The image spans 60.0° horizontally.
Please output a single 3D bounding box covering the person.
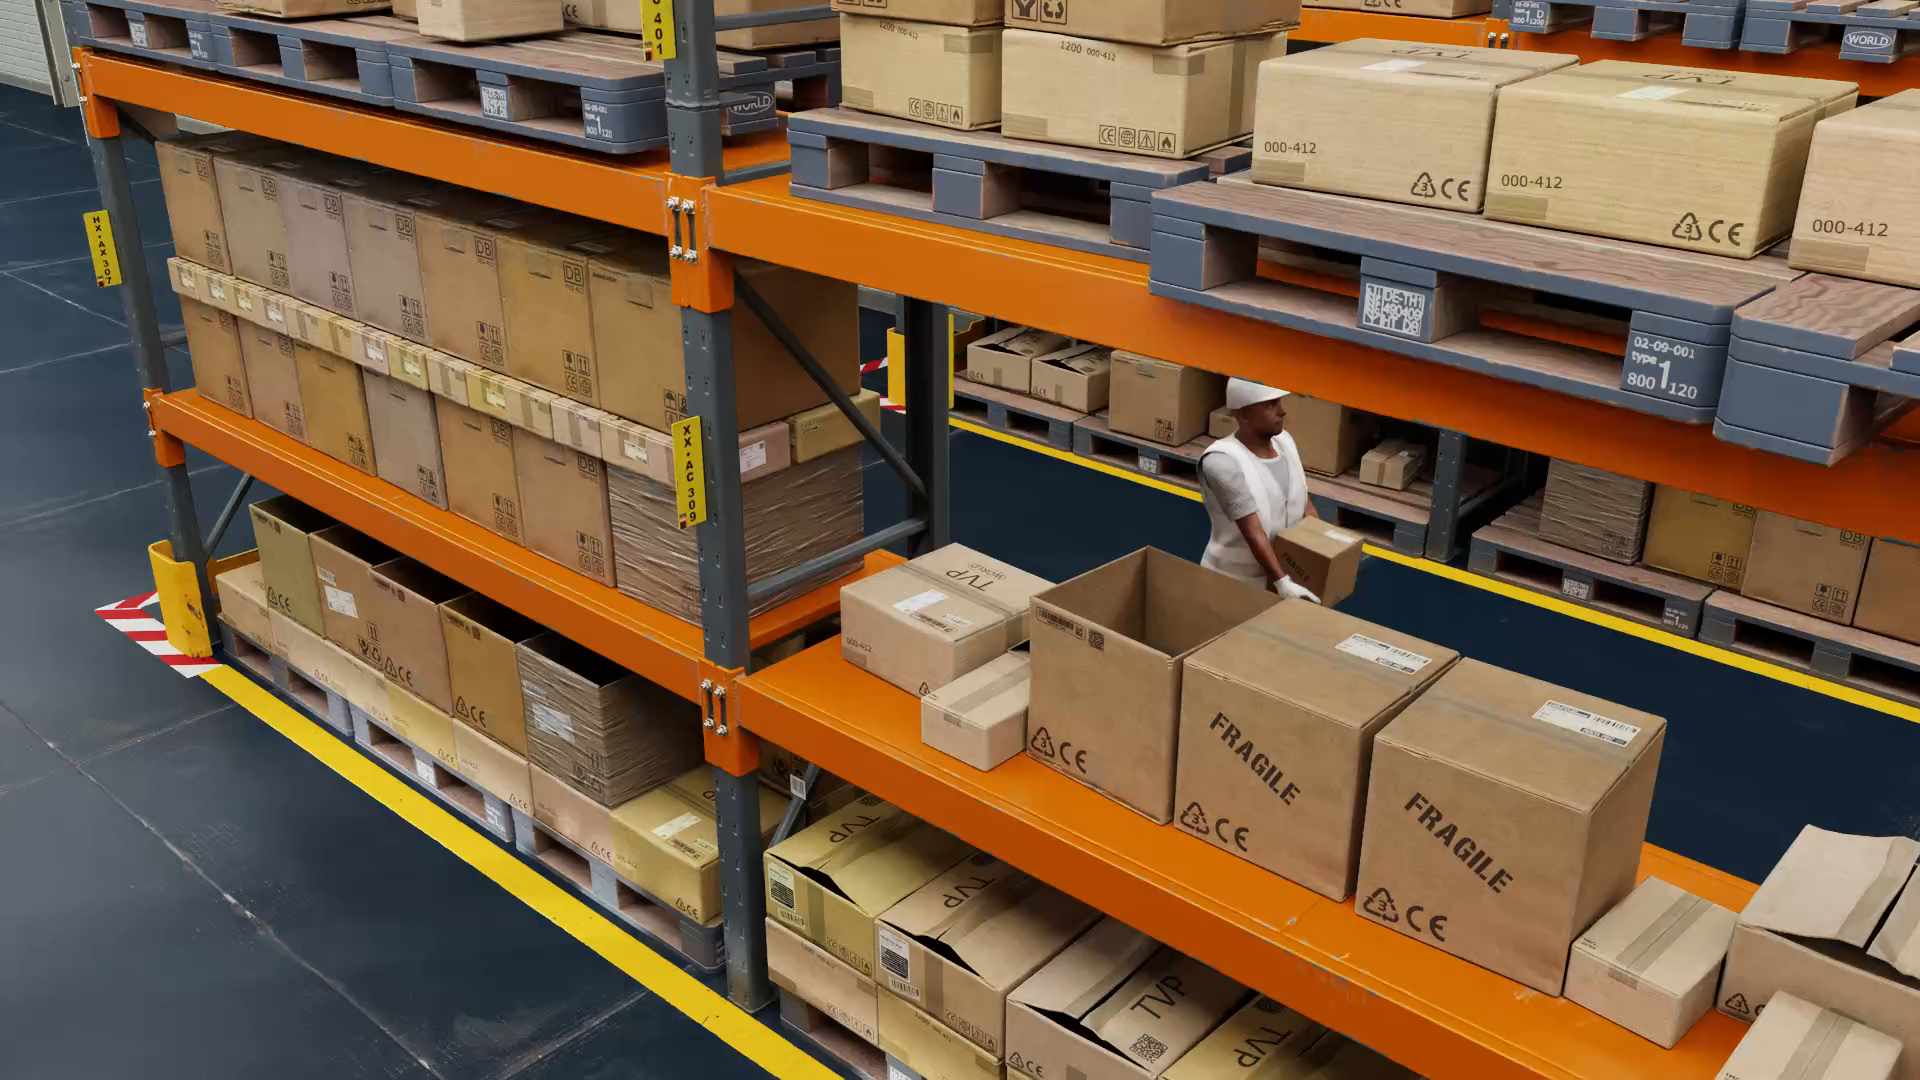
[{"bbox_3d":[1.255,0.190,6.650,0.584,1.779,0.487,20,31,38],"label":"person"}]
